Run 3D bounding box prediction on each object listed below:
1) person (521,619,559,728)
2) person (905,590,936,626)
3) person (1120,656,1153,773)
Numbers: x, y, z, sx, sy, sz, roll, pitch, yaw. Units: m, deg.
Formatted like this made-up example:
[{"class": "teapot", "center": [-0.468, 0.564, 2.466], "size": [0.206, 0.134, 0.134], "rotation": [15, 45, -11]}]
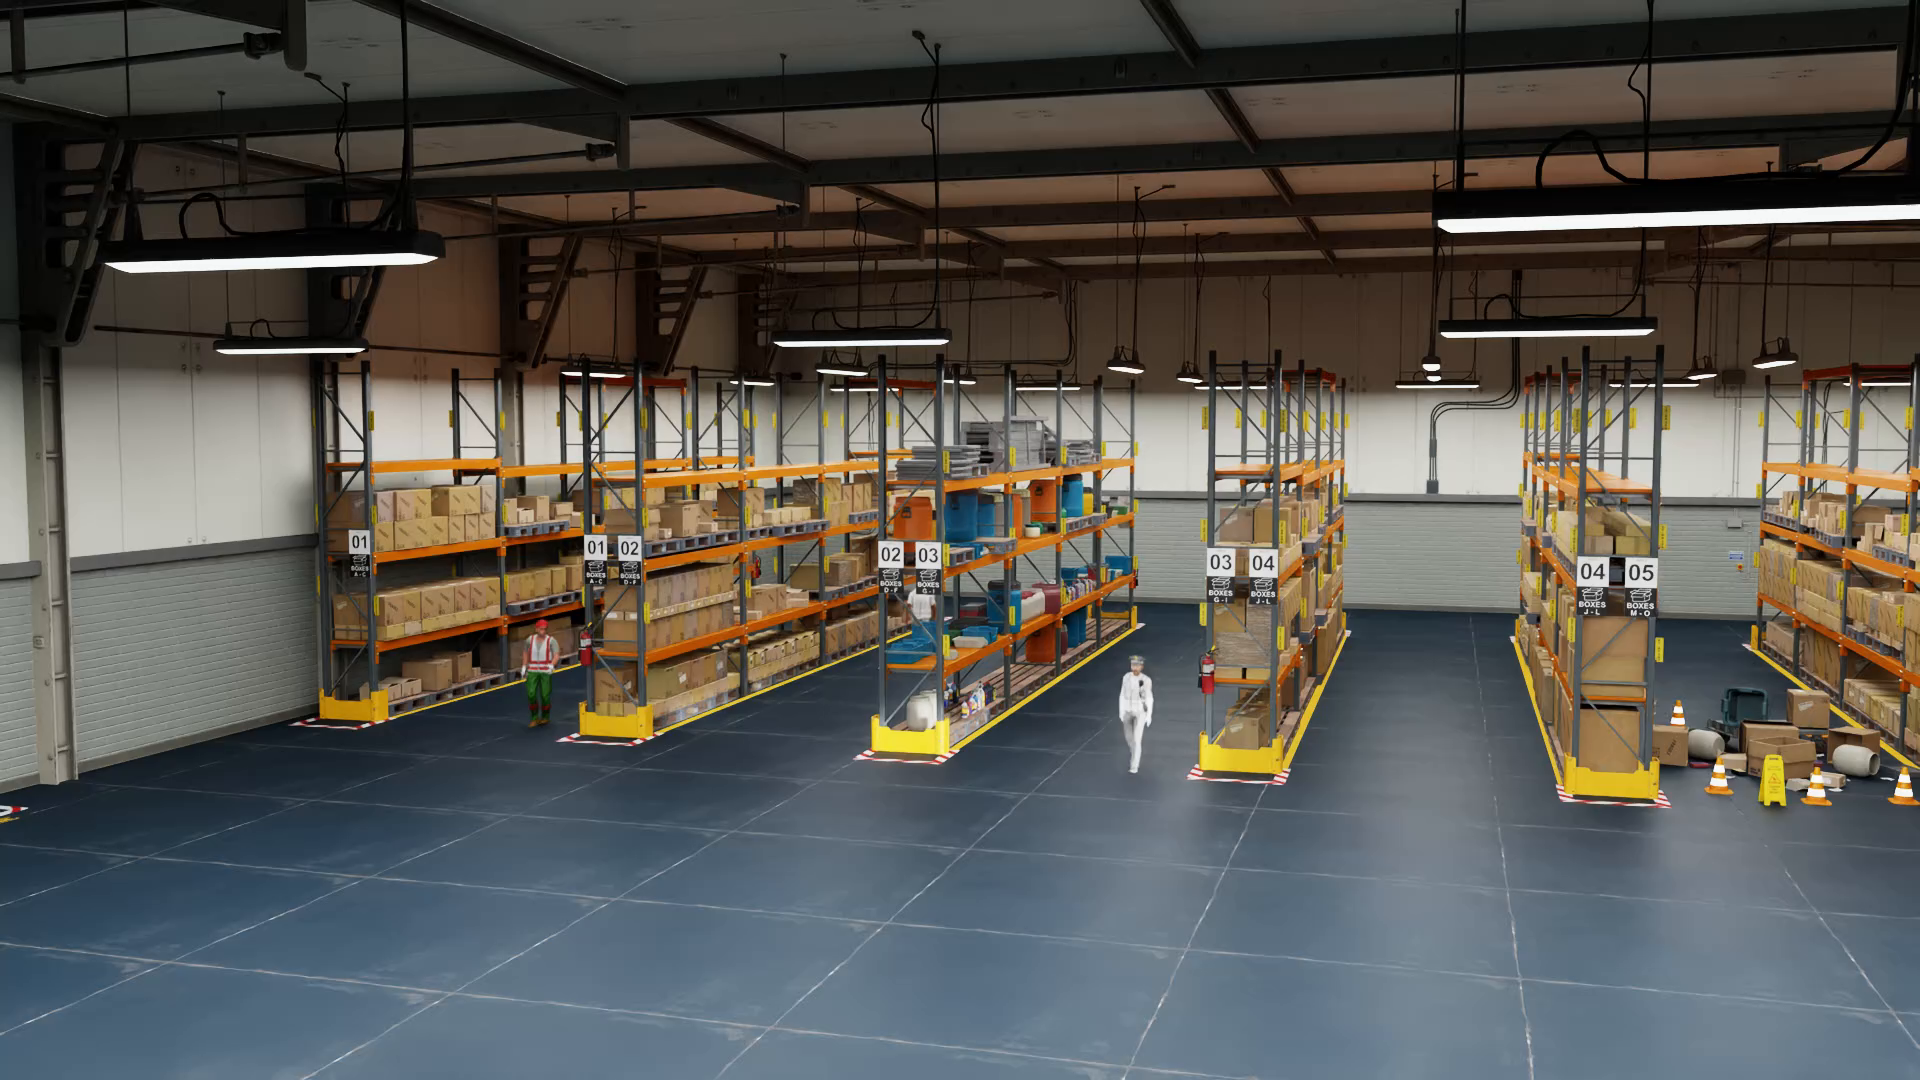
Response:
[{"class": "person", "center": [-6.919, 2.214, 27.318], "size": [0.648, 1.819, 0.633], "rotation": [0, 4, -4]}, {"class": "person", "center": [-0.834, 1.633, 35.100], "size": [0.604, 1.714, 1.091], "rotation": [1, 4, 12]}, {"class": "person", "center": [2.550, 2.467, 23.884], "size": [0.461, 1.660, 0.761], "rotation": [2, 5, 31]}]
